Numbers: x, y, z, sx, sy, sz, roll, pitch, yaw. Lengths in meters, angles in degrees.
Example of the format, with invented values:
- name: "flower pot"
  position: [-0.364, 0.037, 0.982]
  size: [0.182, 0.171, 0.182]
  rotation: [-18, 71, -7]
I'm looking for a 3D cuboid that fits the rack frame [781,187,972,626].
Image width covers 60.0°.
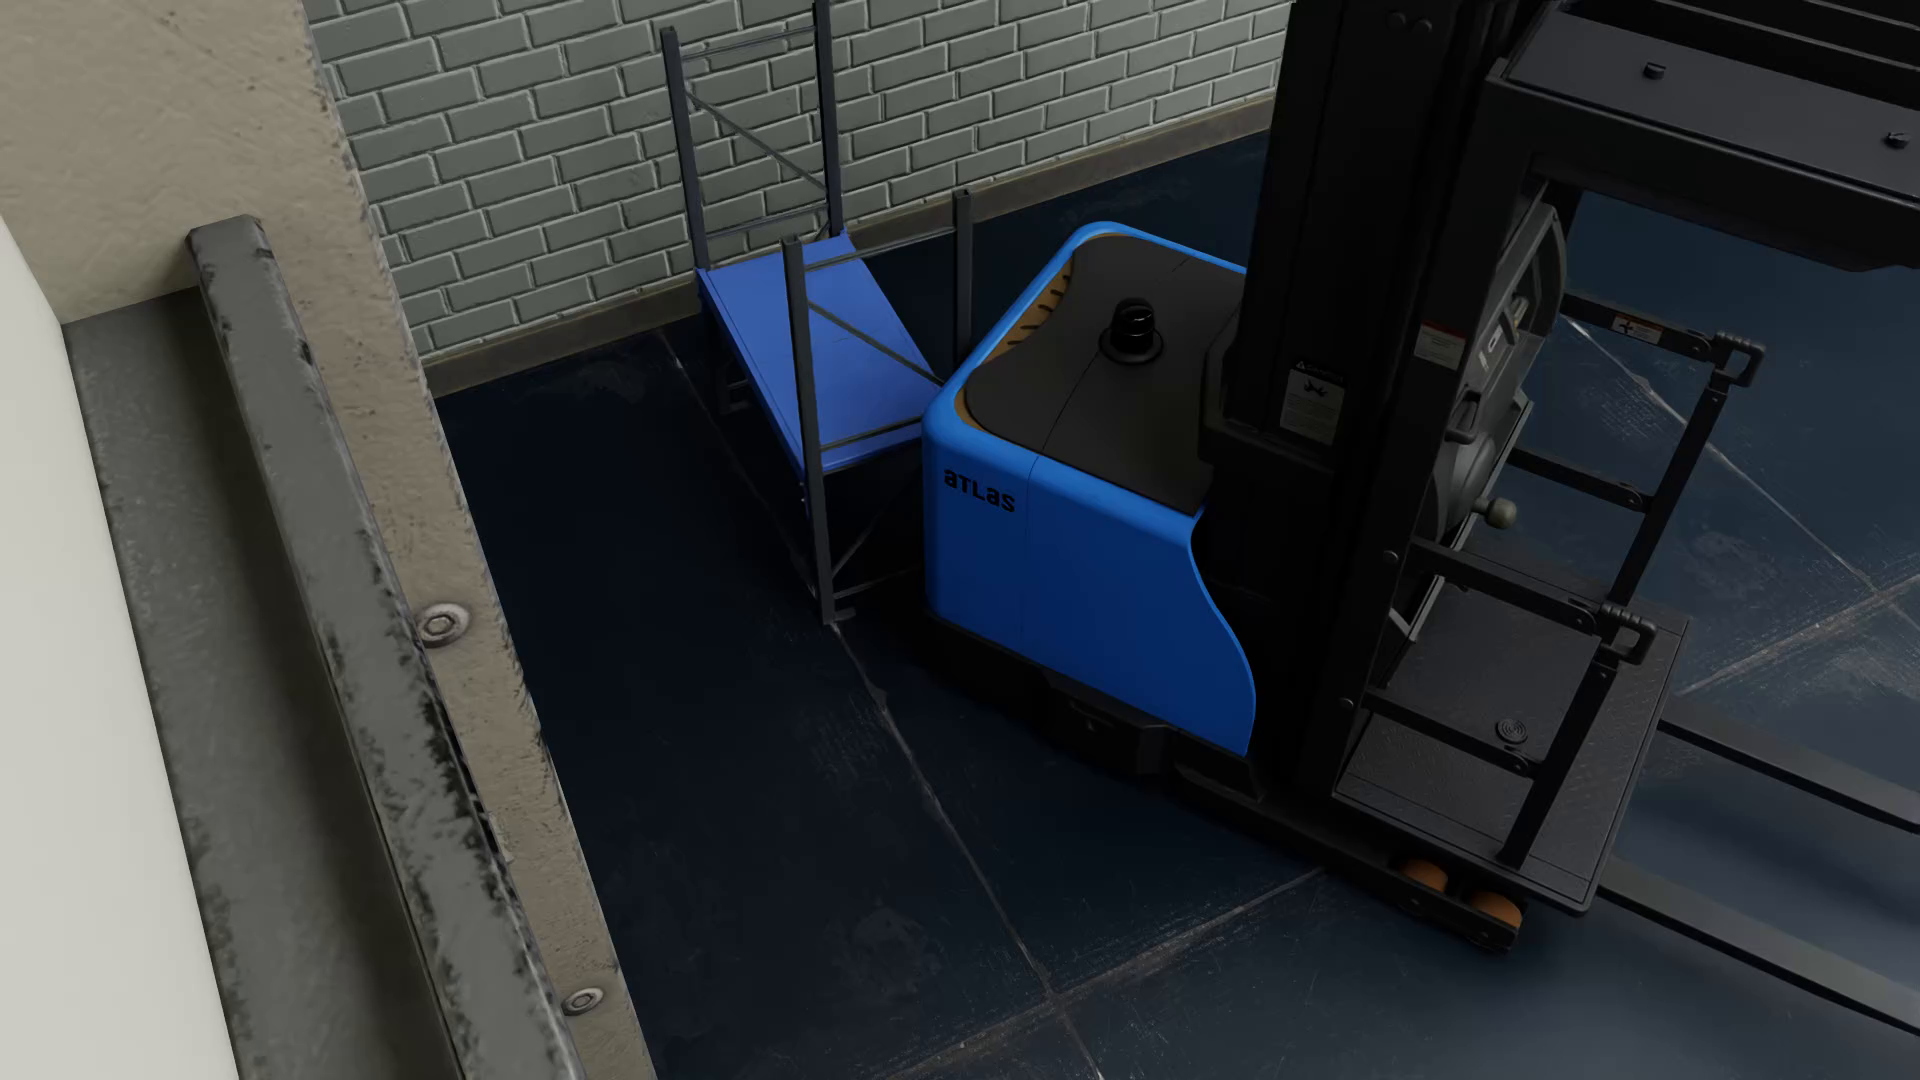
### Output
- name: "rack frame"
  position: [-0.203, -0.312, 4.694]
  size: [0.500, 1.500, 0.032]
  rotation: [-18, 51, -15]

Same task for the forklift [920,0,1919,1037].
- name: "forklift"
  position: [1.418, -0.334, 3.762]
  size: [3.031, 2.935, 1.130]
  rotation: [24, 53, 19]

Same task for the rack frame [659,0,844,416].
- name: "rack frame"
  position: [-0.614, -1.012, 5.306]
  size: [0.500, 1.500, 0.032]
  rotation: [-18, 51, -15]

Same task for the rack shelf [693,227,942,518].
- name: "rack shelf"
  position: [-0.408, -0.544, 5.135]
  size: [0.538, 0.185, 1.000]
  rotation: [-18, 51, -15]

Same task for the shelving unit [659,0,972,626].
- name: "shelving unit"
  position: [-0.408, -0.662, 5.000]
  size: [0.538, 1.500, 1.048]
  rotation: [-18, 51, -15]
